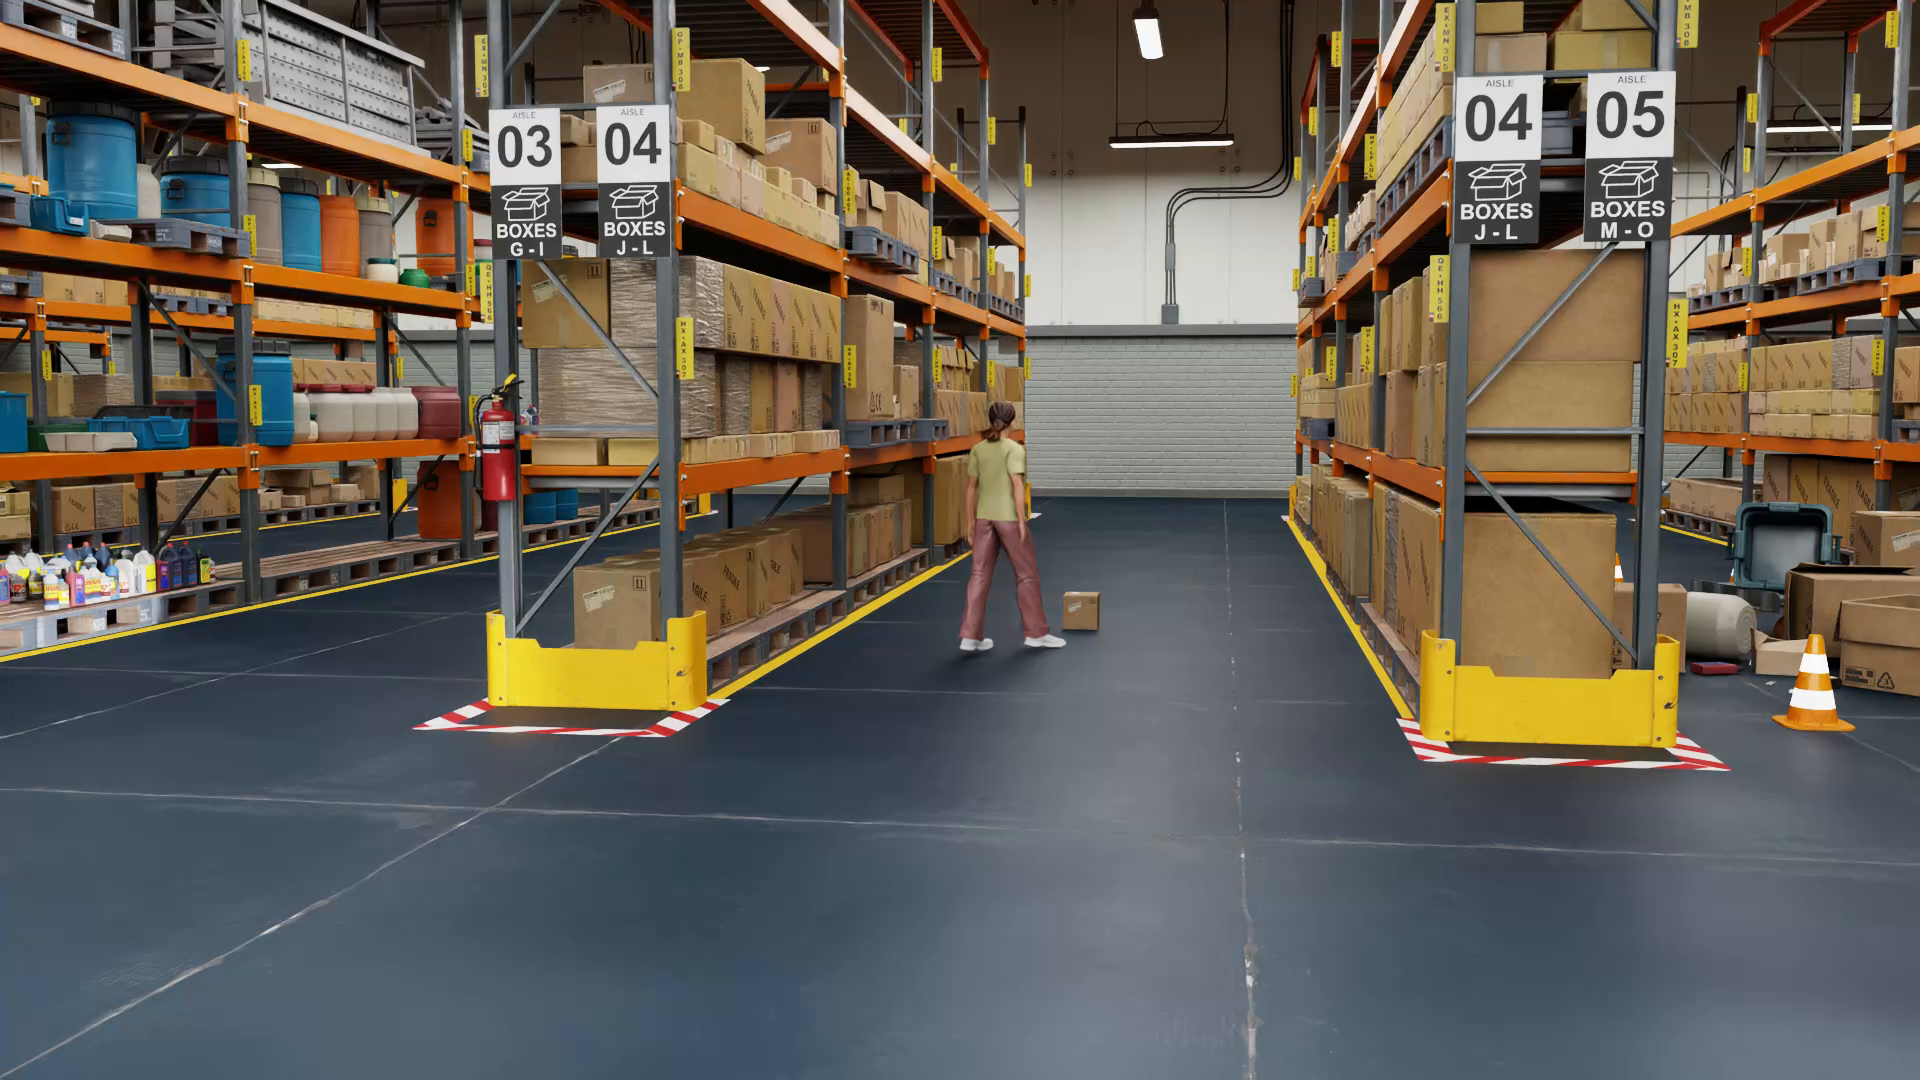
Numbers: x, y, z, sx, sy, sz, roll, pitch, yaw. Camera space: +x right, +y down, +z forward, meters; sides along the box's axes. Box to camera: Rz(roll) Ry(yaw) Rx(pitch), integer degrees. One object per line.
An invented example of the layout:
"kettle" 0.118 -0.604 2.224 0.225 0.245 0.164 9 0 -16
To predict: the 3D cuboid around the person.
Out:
"person" 0.291 -0.081 11.032 0.545 1.634 0.765 3 6 34
